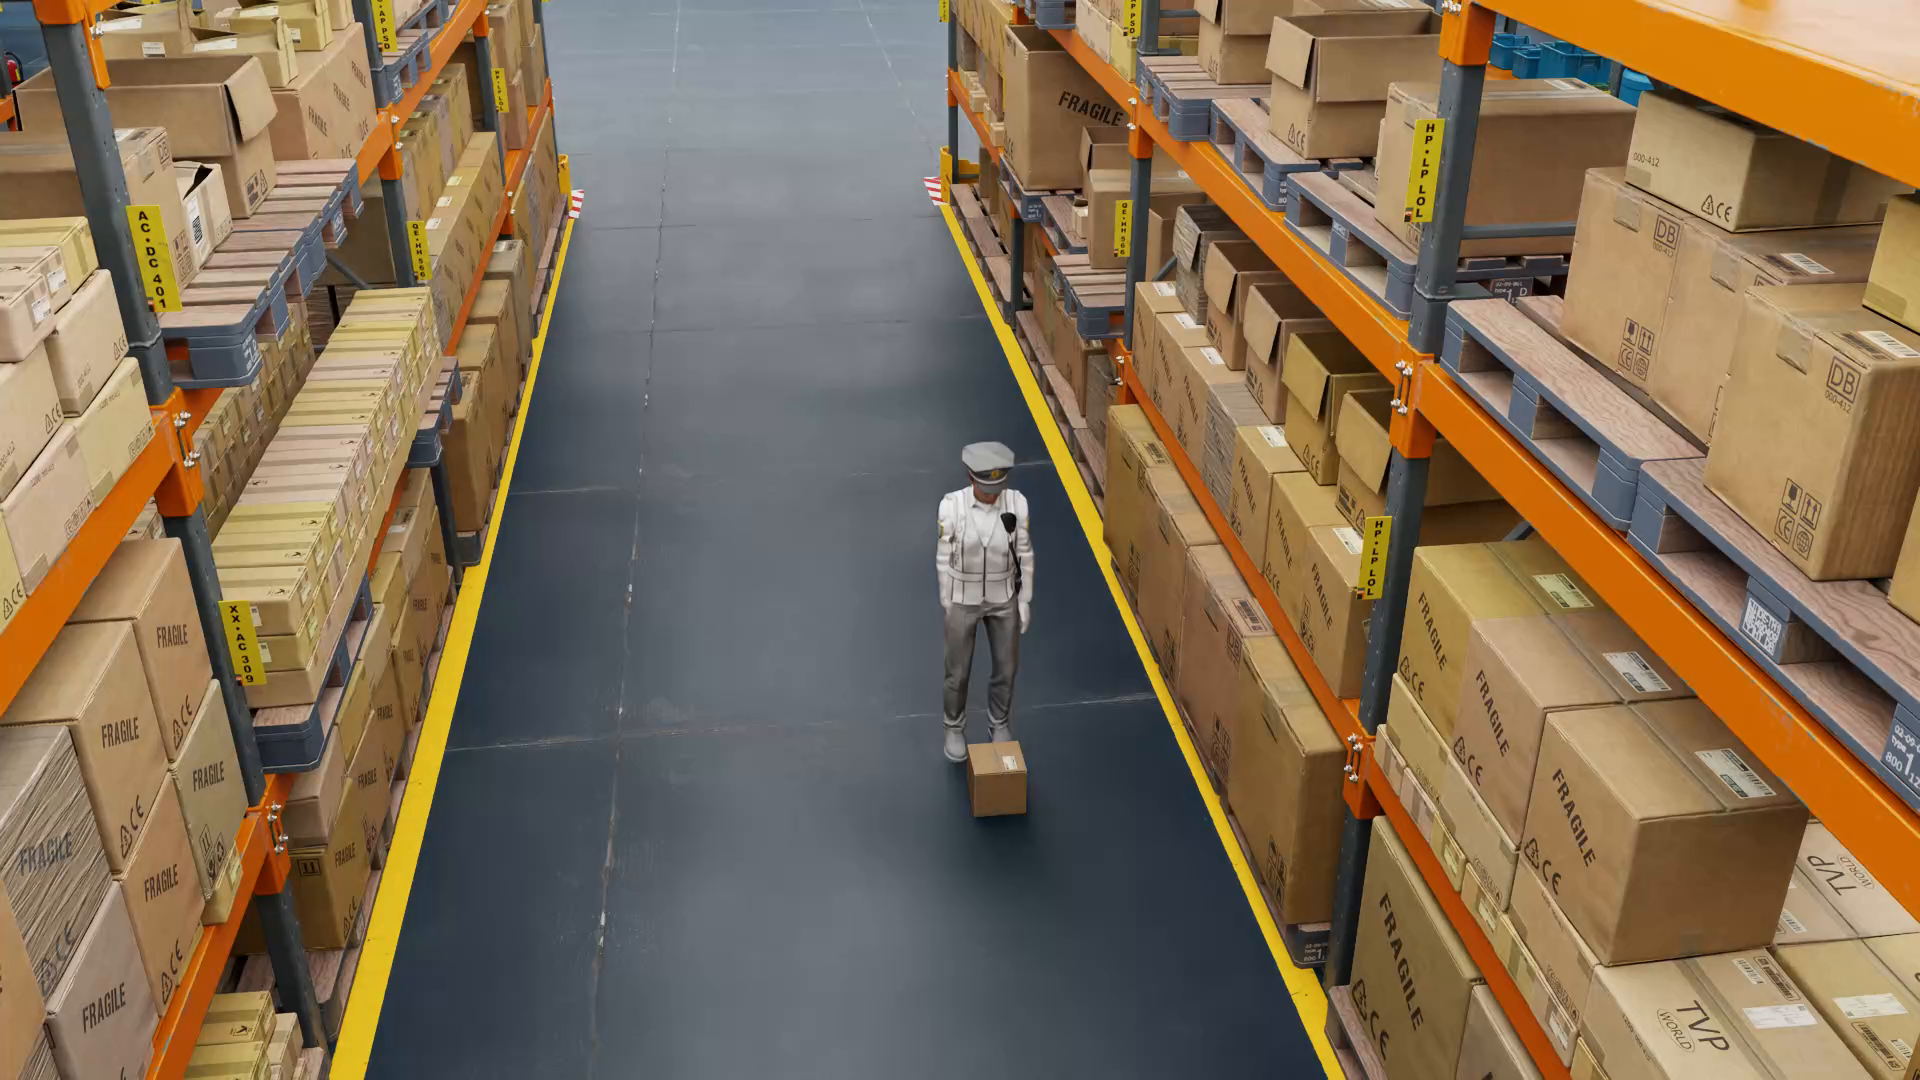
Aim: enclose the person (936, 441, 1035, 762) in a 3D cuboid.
[{"bbox_3d":[0.125,0.304,8.046,0.476,1.661,0.337,-4,28,-7],"label":"person"}]
